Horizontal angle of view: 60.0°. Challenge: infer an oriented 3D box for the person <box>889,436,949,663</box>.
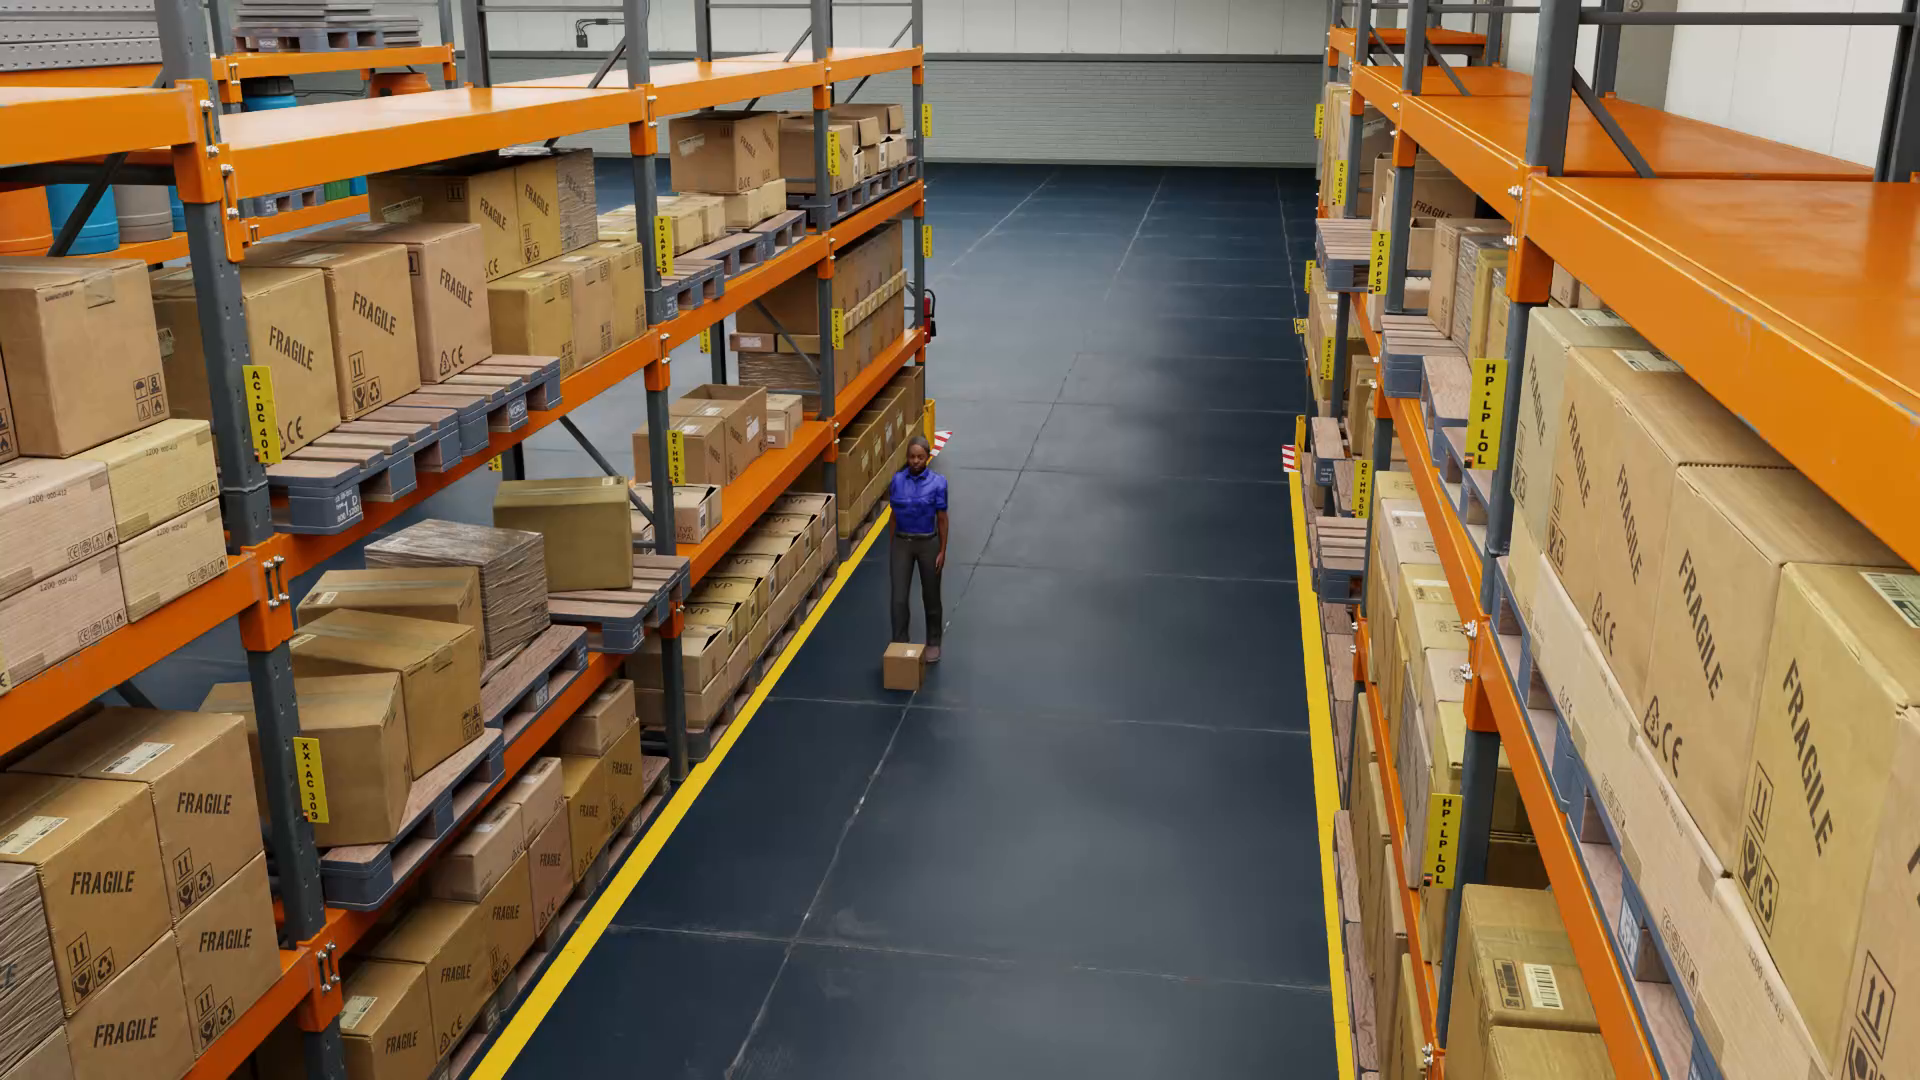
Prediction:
[{"bbox_3d":[-0.300,0.079,11.833,0.434,1.661,0.425,4,18,11],"label":"person"}]
